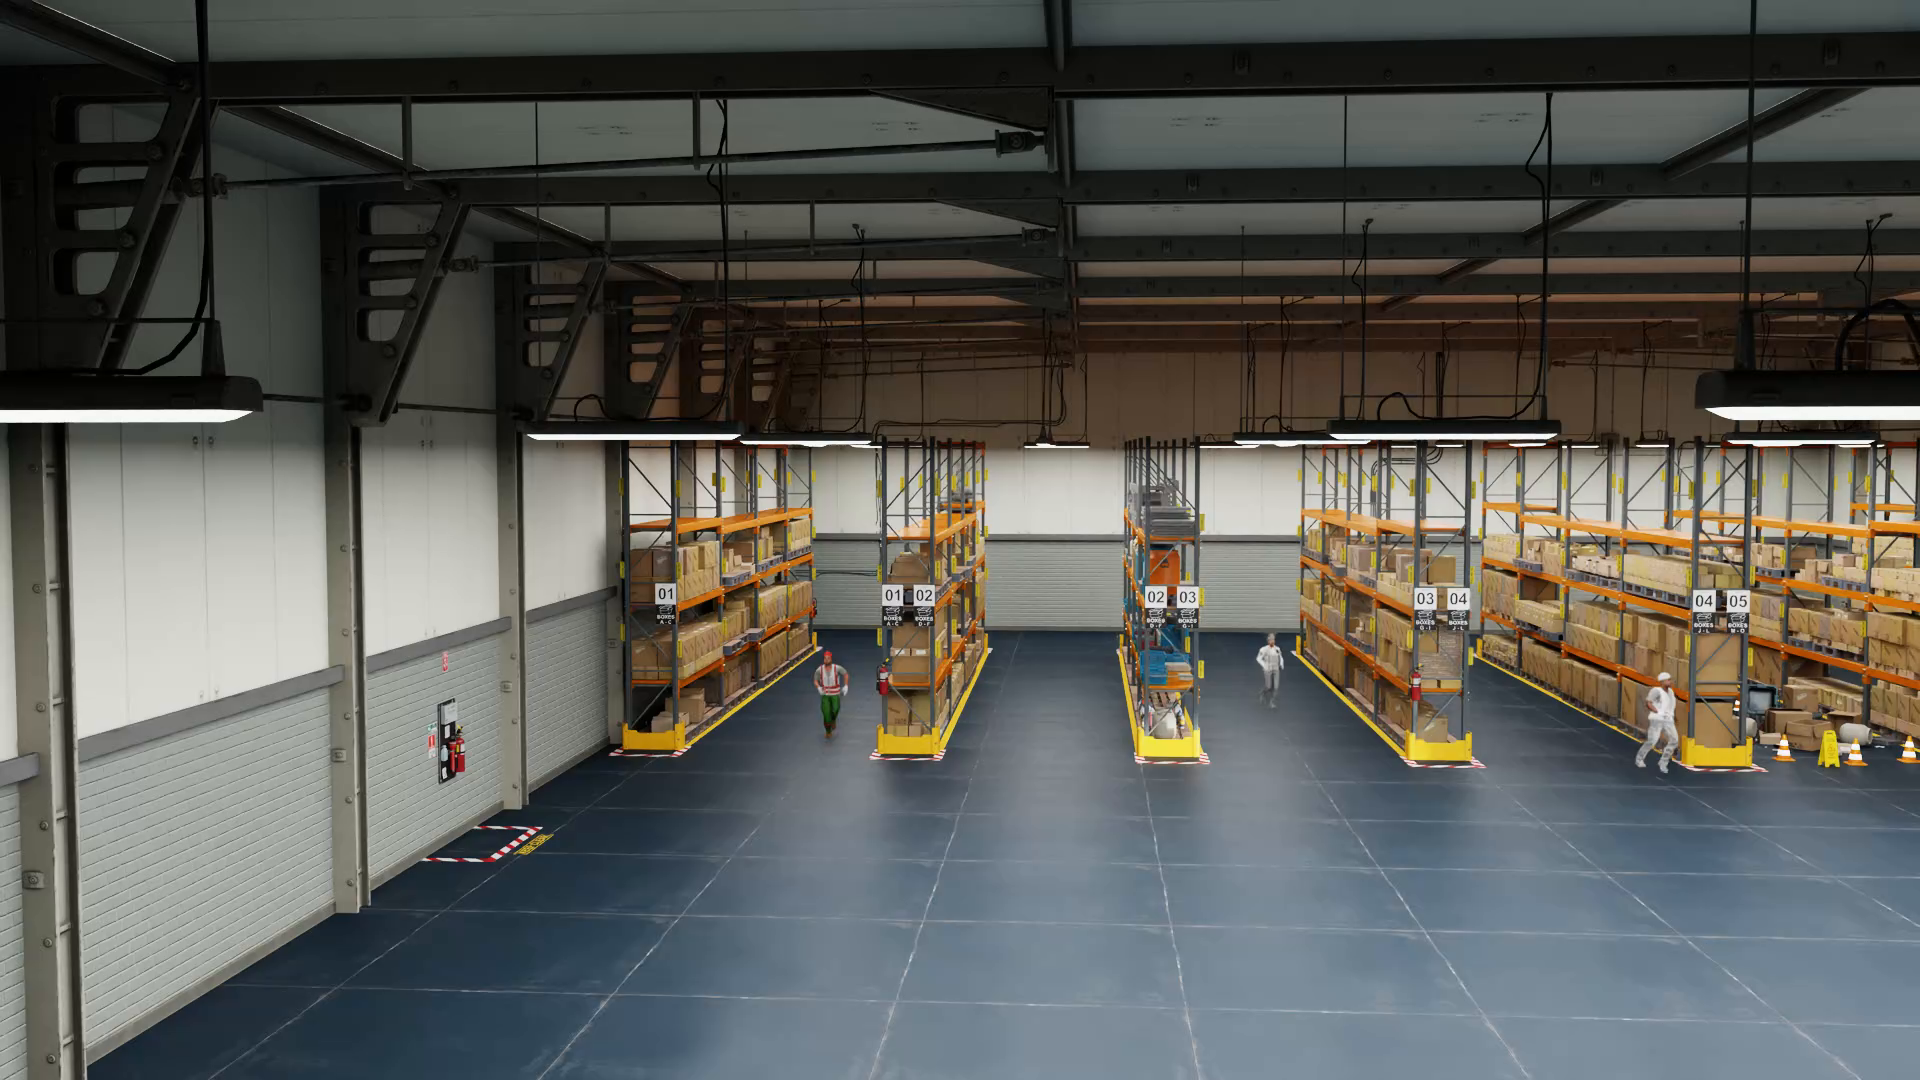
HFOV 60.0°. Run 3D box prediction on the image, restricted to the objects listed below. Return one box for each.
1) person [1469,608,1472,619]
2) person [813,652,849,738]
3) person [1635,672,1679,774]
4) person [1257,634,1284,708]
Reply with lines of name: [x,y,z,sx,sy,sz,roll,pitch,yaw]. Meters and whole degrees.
person: [14.173,2.354,47.113,0.561,1.728,0.710,-1,3,-17]
person: [-2.577,3.087,33.060,0.692,1.740,0.650,0,3,1]
person: [12.566,3.261,29.774,0.743,1.790,0.678,-1,3,-24]
person: [6.951,2.909,37.162,0.607,1.647,0.575,-1,3,-10]
